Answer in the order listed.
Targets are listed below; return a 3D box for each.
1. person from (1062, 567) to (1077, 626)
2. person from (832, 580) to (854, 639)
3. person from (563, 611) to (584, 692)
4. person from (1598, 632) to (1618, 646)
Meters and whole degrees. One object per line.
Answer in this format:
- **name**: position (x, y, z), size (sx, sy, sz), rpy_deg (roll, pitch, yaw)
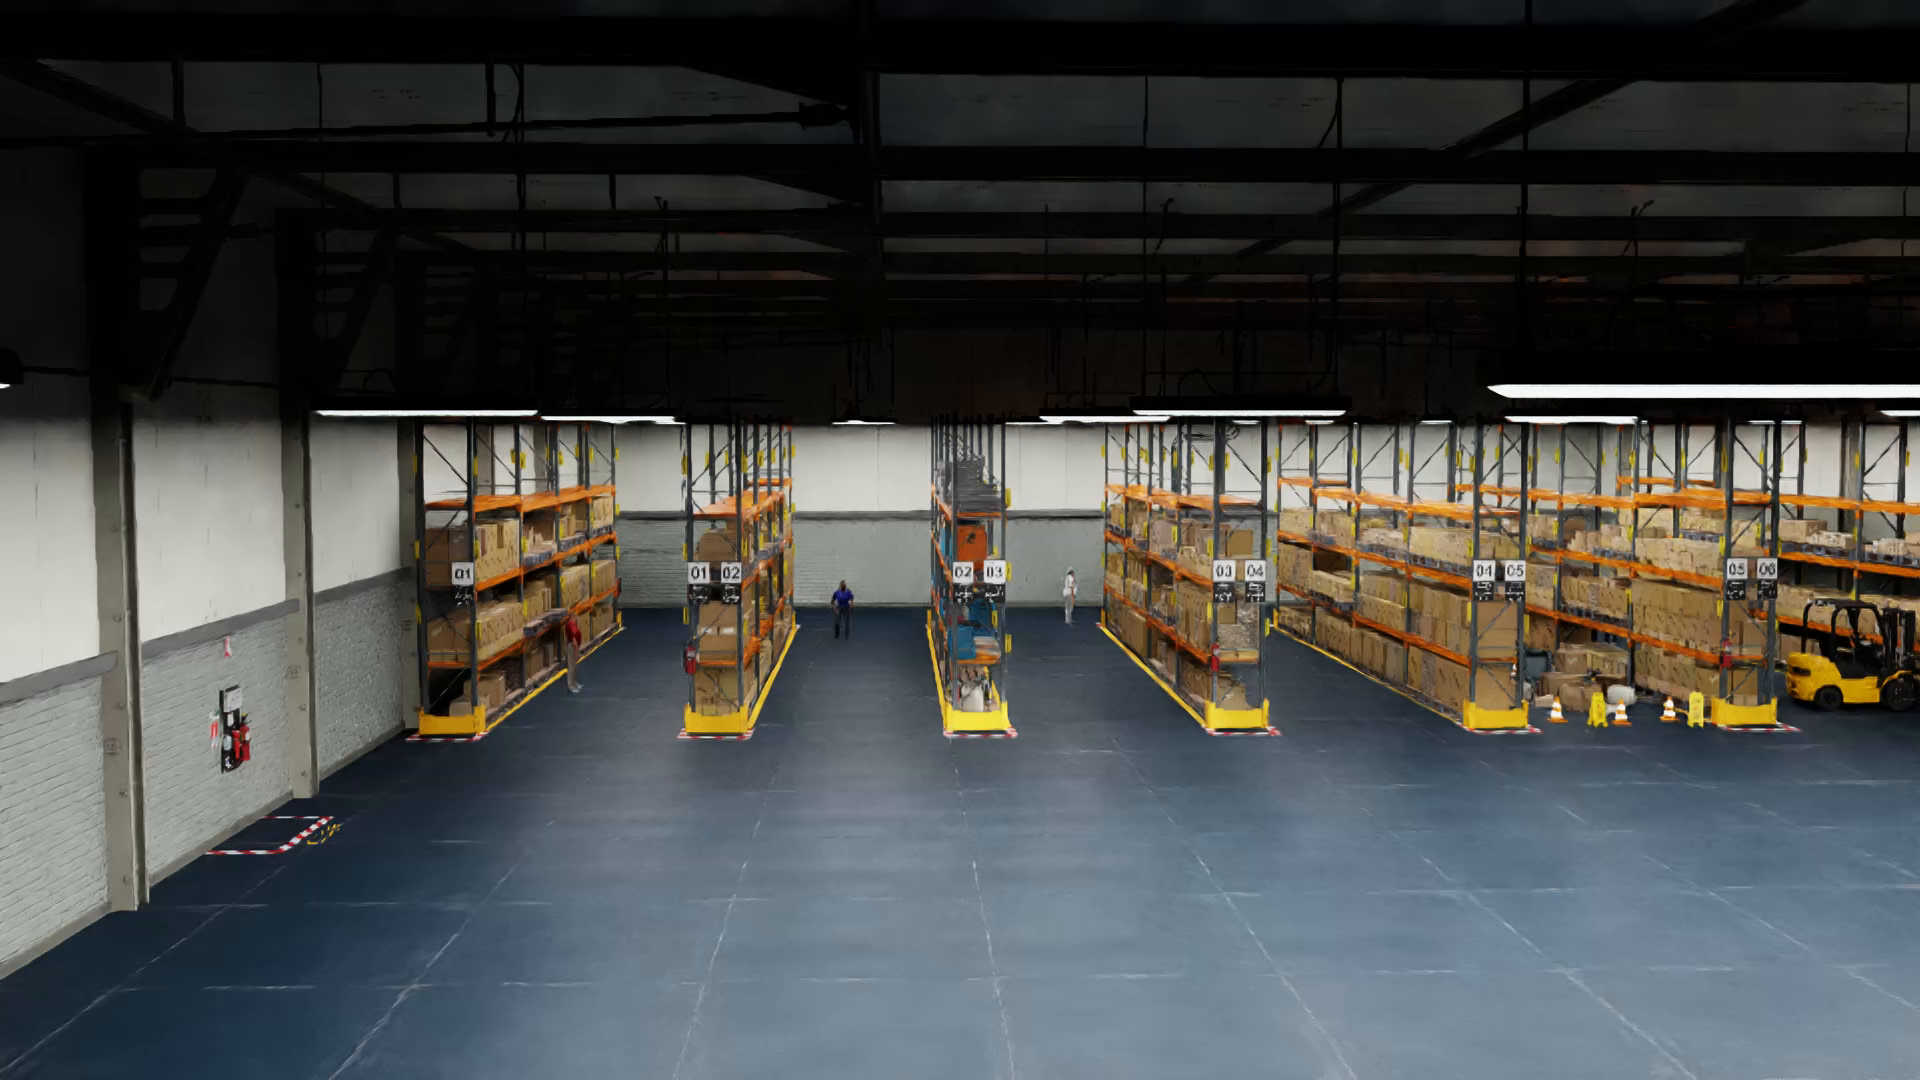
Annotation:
- **person**: position (3.198, 1.616, 47.951), size (0.460, 1.667, 0.572), rpy_deg (-1, 4, -13)
- **person**: position (-3.165, 1.876, 44.881), size (0.592, 1.604, 0.518), rpy_deg (0, 4, -4)
- **person**: position (-8.342, 2.393, 36.009), size (0.476, 1.738, 0.626), rpy_deg (-2, 4, -27)
- **person**: position (16.978, 1.952, 43.539), size (0.532, 1.588, 0.536), rpy_deg (2, 4, 24)
